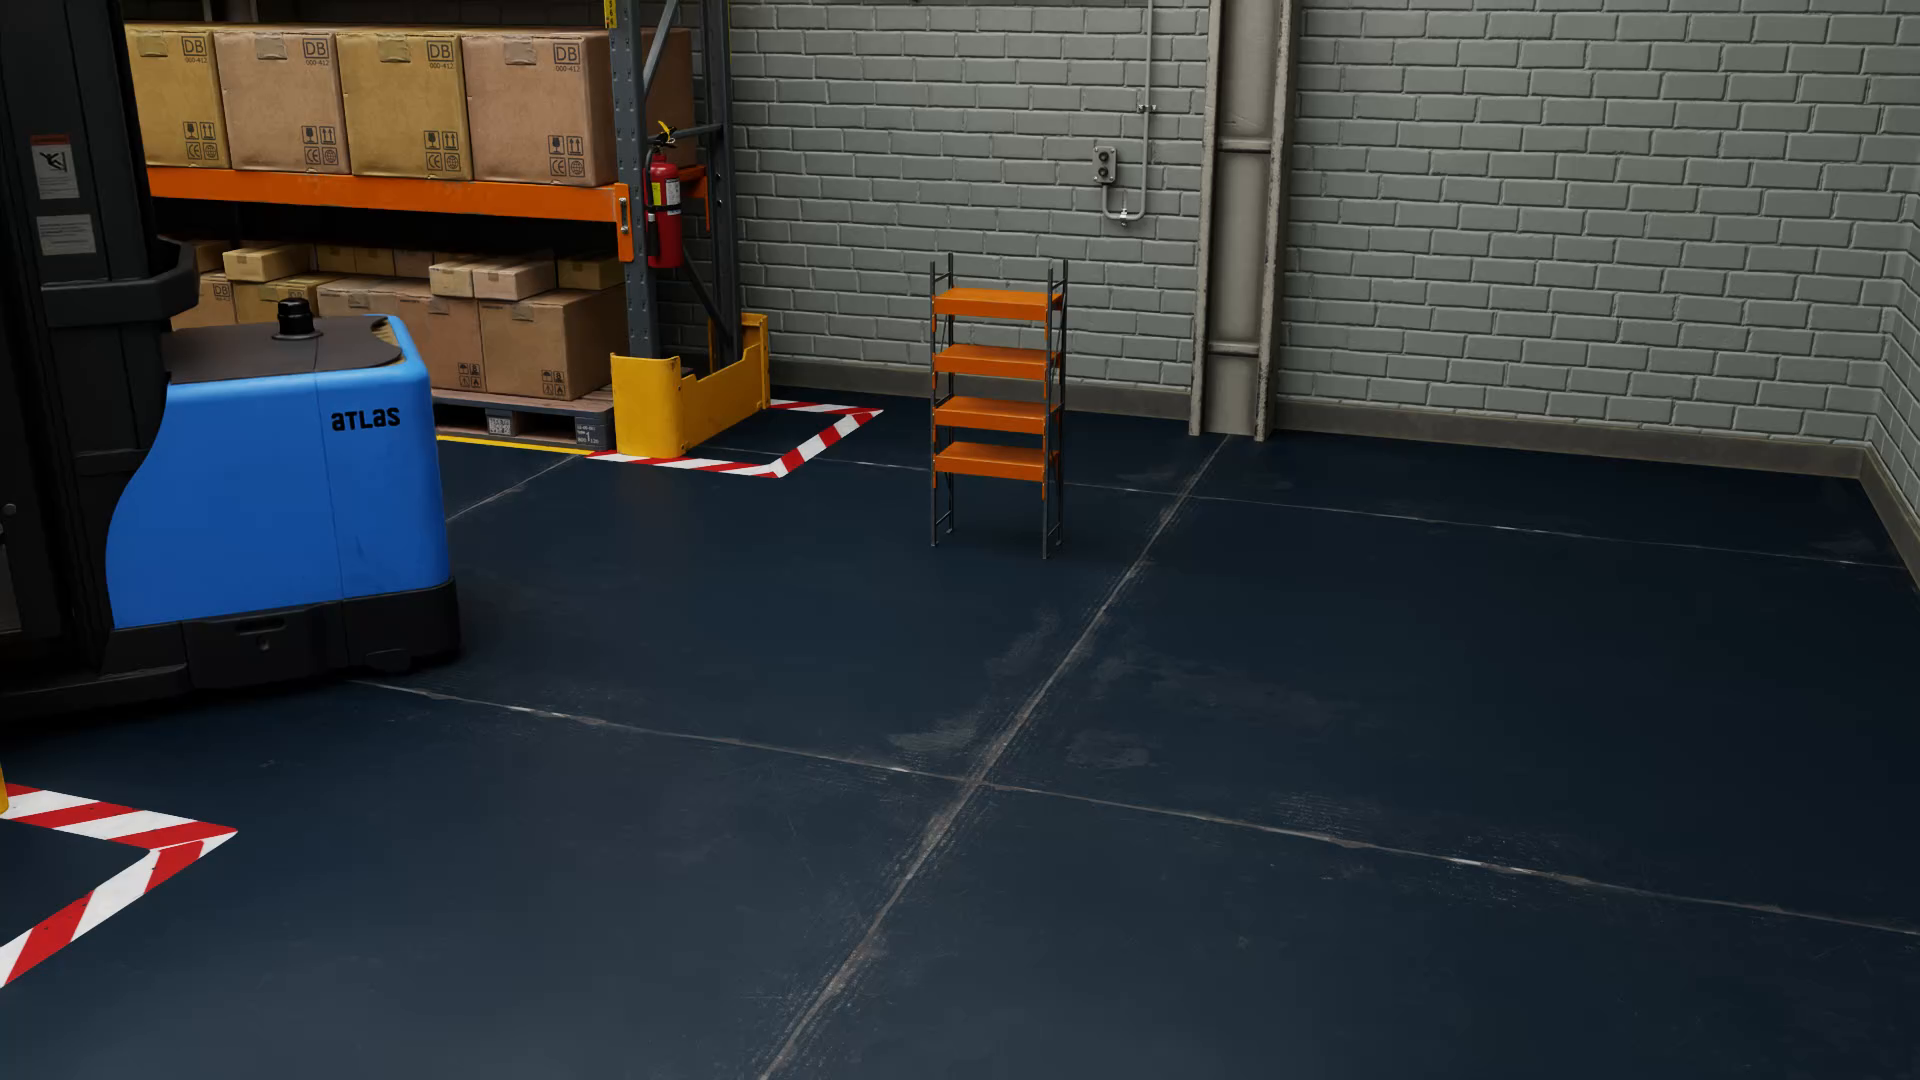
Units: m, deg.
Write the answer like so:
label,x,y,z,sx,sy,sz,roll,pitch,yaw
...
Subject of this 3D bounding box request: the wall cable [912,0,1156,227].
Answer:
label,x,y,z,sx,sy,sz,roll,pitch,yaw
wall cable,0.112,-2.649,8.574,1.851,1.984,0.084,7,20,18

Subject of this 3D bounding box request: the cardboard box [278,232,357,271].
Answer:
label,x,y,z,sx,sy,sz,roll,pitch,yaw
cardboard box,-3.600,-1.622,9.347,0.250,0.149,0.380,7,20,19

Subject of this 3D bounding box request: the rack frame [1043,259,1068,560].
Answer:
label,x,y,z,sx,sy,sz,roll,pitch,yaw
rack frame,0.387,-0.522,6.752,0.015,1.200,0.240,7,20,18

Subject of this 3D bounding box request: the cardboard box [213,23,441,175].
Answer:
label,x,y,z,sx,sy,sz,roll,pitch,yaw
cardboard box,-3.301,-2.367,8.854,0.700,0.700,0.980,6,20,15

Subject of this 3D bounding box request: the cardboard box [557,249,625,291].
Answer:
label,x,y,z,sx,sy,sz,roll,pitch,yaw
cardboard box,-1.918,-1.431,8.798,0.250,0.149,0.380,7,20,18

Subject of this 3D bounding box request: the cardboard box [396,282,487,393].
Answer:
label,x,y,z,sx,sy,sz,roll,pitch,yaw
cardboard box,-2.575,-1.130,8.920,0.500,0.500,0.700,6,20,18

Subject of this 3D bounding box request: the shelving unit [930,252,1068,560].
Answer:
label,x,y,z,sx,sy,sz,roll,pitch,yaw
shelving unit,0.156,-0.549,6.827,0.503,1.200,0.258,7,20,18

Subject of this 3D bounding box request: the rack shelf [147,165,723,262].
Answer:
label,x,y,z,sx,sy,sz,roll,pitch,yaw
rack shelf,-3.297,-1.890,9.033,4.000,0.370,1.077,7,20,18

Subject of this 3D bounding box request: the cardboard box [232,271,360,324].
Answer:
label,x,y,z,sx,sy,sz,roll,pitch,yaw
cardboard box,-3.556,-1.239,9.234,0.500,0.500,0.700,7,20,19

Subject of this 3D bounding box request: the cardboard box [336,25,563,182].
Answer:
label,x,y,z,sx,sy,sz,roll,pitch,yaw
cardboard box,-2.584,-2.282,8.610,0.700,0.700,0.980,6,20,18

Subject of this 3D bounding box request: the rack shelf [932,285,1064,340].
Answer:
label,x,y,z,sx,sy,sz,roll,pitch,yaw
rack shelf,0.156,-0.920,6.698,0.480,0.148,0.258,7,20,18

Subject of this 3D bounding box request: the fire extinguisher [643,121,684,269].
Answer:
label,x,y,z,sx,sy,sz,roll,pitch,yaw
fire extinguisher,-1.417,-1.641,7.910,0.183,0.674,0.296,7,20,18

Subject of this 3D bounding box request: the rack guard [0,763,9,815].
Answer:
label,x,y,z,sx,sy,sz,roll,pitch,yaw
rack guard,-3.102,0.700,4.310,0.348,0.500,1.175,7,20,18

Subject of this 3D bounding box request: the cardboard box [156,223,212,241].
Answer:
label,x,y,z,sx,sy,sz,roll,pitch,yaw
cardboard box,-4.585,-1.734,9.669,0.250,0.149,0.380,6,20,18

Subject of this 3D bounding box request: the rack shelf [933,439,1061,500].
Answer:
label,x,y,z,sx,sy,sz,roll,pitch,yaw
rack shelf,0.156,-0.298,6.915,0.480,0.148,0.258,7,20,18

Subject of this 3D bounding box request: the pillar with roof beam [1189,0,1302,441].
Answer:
label,x,y,z,sx,sy,sz,roll,pitch,yaw
pillar with roof beam,0.014,-3.485,3.402,0.400,9.000,9.100,7,20,18

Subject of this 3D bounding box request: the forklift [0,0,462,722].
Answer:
label,x,y,z,sx,sy,sz,roll,pitch,yaw
forklift,-3.314,-0.902,5.211,3.031,2.935,1.130,-8,21,-21

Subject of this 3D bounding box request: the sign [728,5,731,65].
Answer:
label,x,y,z,sx,sy,sz,roll,pitch,yaw
sign,-1.220,-2.631,8.632,0.005,0.325,0.100,7,20,18

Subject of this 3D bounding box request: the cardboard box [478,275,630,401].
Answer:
label,x,y,z,sx,sy,sz,roll,pitch,yaw
cardboard box,-2.102,-1.076,8.765,0.500,0.500,0.700,7,20,18

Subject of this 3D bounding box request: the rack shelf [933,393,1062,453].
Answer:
label,x,y,z,sx,sy,sz,roll,pitch,yaw
rack shelf,0.156,-0.485,6.850,0.480,0.148,0.258,7,20,18

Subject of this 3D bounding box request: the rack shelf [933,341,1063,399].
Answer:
label,x,y,z,sx,sy,sz,roll,pitch,yaw
rack shelf,0.156,-0.696,6.776,0.480,0.148,0.258,7,20,18

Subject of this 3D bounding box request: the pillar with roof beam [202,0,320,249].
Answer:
label,x,y,z,sx,sy,sz,roll,pitch,yaw
pillar with roof beam,-5.654,-4.133,5.261,0.400,9.000,9.100,7,20,18

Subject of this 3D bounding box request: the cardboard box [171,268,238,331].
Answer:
label,x,y,z,sx,sy,sz,roll,pitch,yaw
cardboard box,-4.040,-1.295,9.395,0.500,0.500,0.700,6,20,18

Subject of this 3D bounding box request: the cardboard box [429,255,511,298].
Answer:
label,x,y,z,sx,sy,sz,roll,pitch,yaw
cardboard box,-2.525,-1.367,8.614,0.250,0.149,0.380,7,20,20

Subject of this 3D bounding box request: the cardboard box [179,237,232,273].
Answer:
label,x,y,z,sx,sy,sz,roll,pitch,yaw
cardboard box,-4.250,-1.563,9.178,0.250,0.149,0.380,7,20,20

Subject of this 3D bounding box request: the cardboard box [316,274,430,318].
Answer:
label,x,y,z,sx,sy,sz,roll,pitch,yaw
cardboard box,-3.050,-1.184,9.075,0.500,0.500,0.700,6,20,16

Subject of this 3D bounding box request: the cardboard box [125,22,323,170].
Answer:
label,x,y,z,sx,sy,sz,roll,pitch,yaw
cardboard box,-3.992,-2.443,9.071,0.700,0.700,0.980,6,20,17

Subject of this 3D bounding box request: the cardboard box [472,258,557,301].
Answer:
label,x,y,z,sx,sy,sz,roll,pitch,yaw
cardboard box,-2.283,-1.339,8.535,0.250,0.149,0.380,6,20,17

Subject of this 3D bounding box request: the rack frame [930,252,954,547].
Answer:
label,x,y,z,sx,sy,sz,roll,pitch,yaw
rack frame,-0.074,-0.575,6.903,0.015,1.200,0.240,7,20,18

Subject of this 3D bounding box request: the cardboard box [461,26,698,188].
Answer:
label,x,y,z,sx,sy,sz,roll,pitch,yaw
cardboard box,-1.893,-2.207,8.394,0.700,0.700,0.980,7,21,21

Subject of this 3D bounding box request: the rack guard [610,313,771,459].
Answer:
label,x,y,z,sx,sy,sz,roll,pitch,yaw
rack guard,-1.385,-0.830,8.699,0.348,0.500,1.175,7,20,18

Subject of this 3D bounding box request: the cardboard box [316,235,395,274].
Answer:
label,x,y,z,sx,sy,sz,roll,pitch,yaw
cardboard box,-3.355,-1.595,9.268,0.250,0.149,0.380,6,20,17

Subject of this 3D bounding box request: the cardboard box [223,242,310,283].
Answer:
label,x,y,z,sx,sy,sz,roll,pitch,yaw
cardboard box,-3.757,-1.507,9.016,0.250,0.149,0.380,6,20,17

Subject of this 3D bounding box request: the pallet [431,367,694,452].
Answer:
label,x,y,z,sx,sy,sz,roll,pitch,yaw
pallet,-2.189,-0.758,8.932,1.213,0.211,1.003,7,20,18

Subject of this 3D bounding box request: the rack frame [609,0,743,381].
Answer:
label,x,y,z,sx,sy,sz,roll,pitch,yaw
rack frame,-1.408,-2.013,8.295,0.127,3.000,1.000,7,20,18

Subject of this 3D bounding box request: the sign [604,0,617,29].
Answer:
label,x,y,z,sx,sy,sz,roll,pitch,yaw
sign,-1.599,-2.505,7.585,0.005,0.325,0.100,7,20,18

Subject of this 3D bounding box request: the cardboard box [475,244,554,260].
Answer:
label,x,y,z,sx,sy,sz,roll,pitch,yaw
cardboard box,-2.397,-1.485,8.954,0.250,0.149,0.380,7,20,18

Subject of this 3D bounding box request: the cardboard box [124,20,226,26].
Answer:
label,x,y,z,sx,sy,sz,roll,pitch,yaw
cardboard box,-4.679,-2.523,9.302,0.700,0.700,0.980,7,20,19

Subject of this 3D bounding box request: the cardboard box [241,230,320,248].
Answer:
label,x,y,z,sx,sy,sz,roll,pitch,yaw
cardboard box,-3.838,-1.650,9.426,0.250,0.149,0.380,6,20,16

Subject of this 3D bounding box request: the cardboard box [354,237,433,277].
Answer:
label,x,y,z,sx,sy,sz,roll,pitch,yaw
cardboard box,-3.116,-1.567,9.189,0.250,0.149,0.380,7,20,19

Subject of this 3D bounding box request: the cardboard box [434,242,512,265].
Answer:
label,x,y,z,sx,sy,sz,roll,pitch,yaw
cardboard box,-2.633,-1.512,9.032,0.250,0.149,0.380,7,20,19

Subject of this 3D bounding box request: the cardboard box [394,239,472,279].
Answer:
label,x,y,z,sx,sy,sz,roll,pitch,yaw
cardboard box,-2.874,-1.540,9.110,0.250,0.149,0.380,7,20,19
